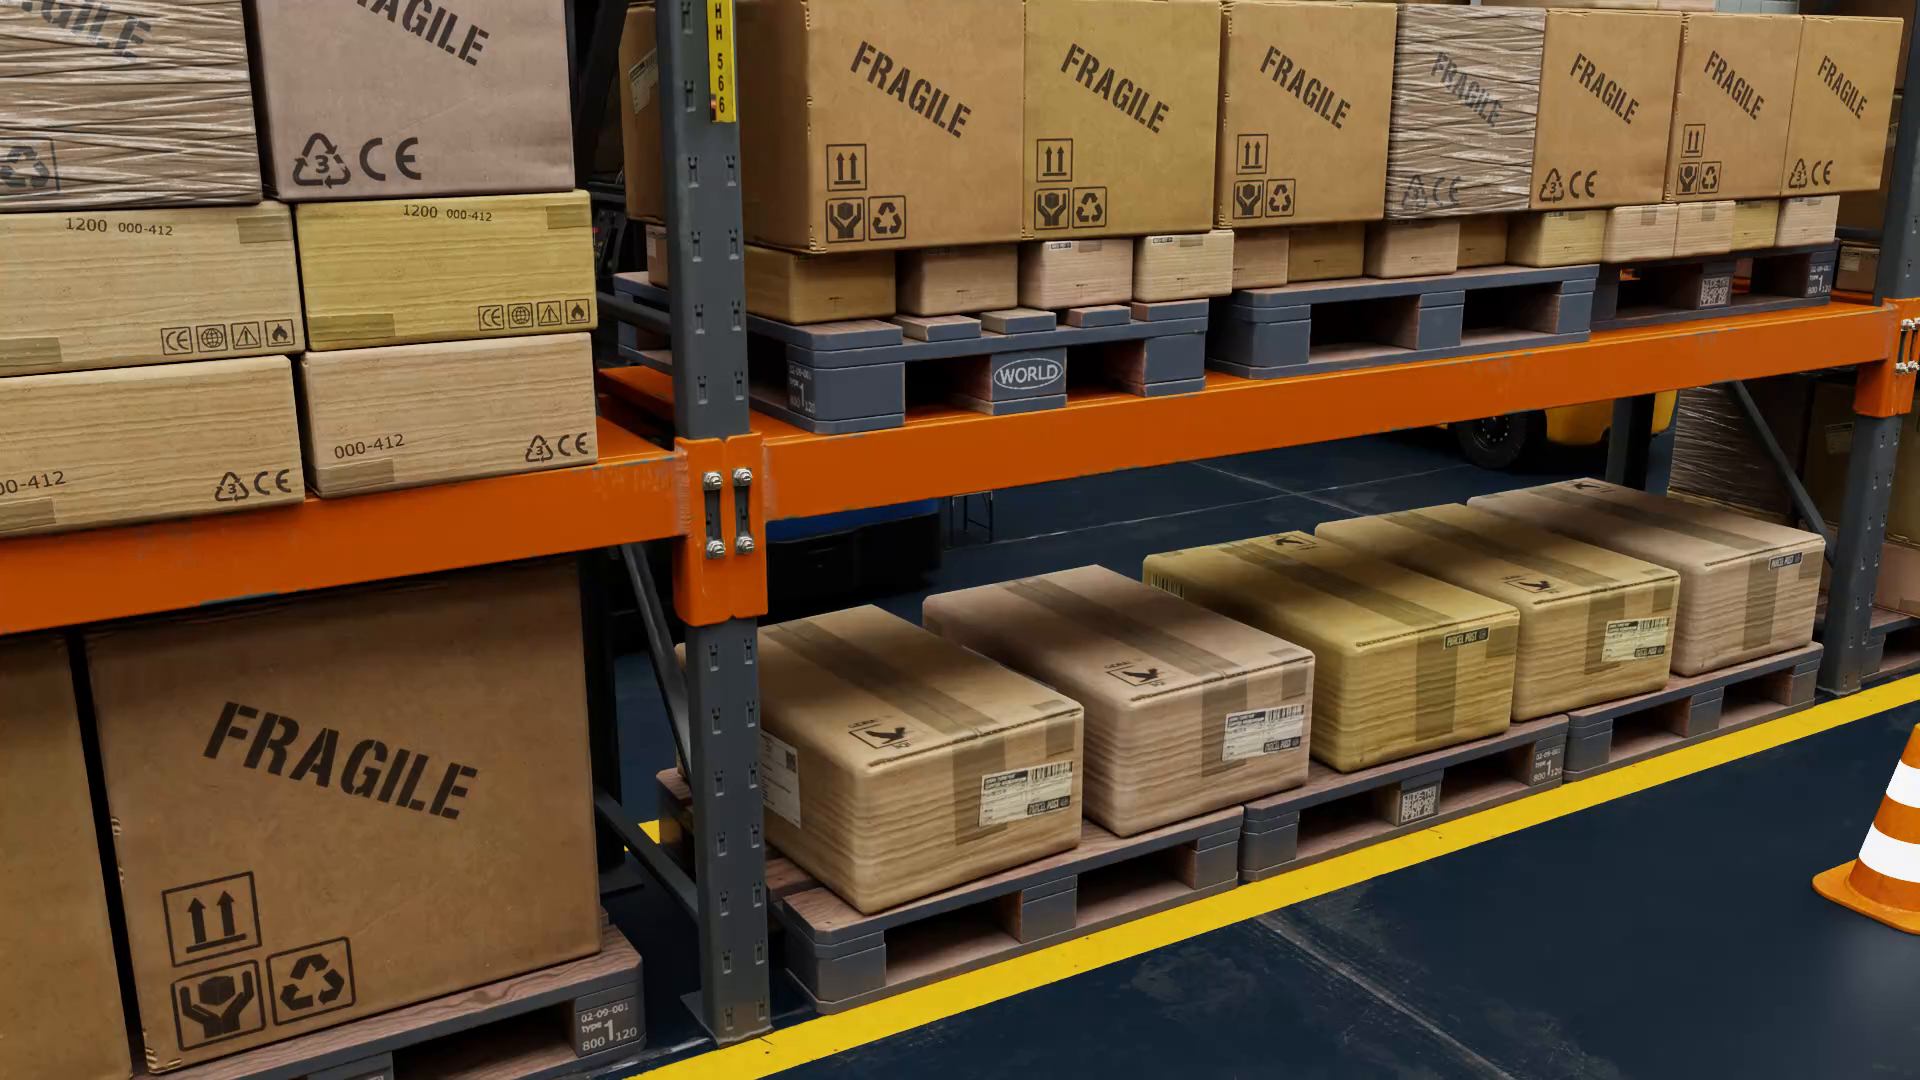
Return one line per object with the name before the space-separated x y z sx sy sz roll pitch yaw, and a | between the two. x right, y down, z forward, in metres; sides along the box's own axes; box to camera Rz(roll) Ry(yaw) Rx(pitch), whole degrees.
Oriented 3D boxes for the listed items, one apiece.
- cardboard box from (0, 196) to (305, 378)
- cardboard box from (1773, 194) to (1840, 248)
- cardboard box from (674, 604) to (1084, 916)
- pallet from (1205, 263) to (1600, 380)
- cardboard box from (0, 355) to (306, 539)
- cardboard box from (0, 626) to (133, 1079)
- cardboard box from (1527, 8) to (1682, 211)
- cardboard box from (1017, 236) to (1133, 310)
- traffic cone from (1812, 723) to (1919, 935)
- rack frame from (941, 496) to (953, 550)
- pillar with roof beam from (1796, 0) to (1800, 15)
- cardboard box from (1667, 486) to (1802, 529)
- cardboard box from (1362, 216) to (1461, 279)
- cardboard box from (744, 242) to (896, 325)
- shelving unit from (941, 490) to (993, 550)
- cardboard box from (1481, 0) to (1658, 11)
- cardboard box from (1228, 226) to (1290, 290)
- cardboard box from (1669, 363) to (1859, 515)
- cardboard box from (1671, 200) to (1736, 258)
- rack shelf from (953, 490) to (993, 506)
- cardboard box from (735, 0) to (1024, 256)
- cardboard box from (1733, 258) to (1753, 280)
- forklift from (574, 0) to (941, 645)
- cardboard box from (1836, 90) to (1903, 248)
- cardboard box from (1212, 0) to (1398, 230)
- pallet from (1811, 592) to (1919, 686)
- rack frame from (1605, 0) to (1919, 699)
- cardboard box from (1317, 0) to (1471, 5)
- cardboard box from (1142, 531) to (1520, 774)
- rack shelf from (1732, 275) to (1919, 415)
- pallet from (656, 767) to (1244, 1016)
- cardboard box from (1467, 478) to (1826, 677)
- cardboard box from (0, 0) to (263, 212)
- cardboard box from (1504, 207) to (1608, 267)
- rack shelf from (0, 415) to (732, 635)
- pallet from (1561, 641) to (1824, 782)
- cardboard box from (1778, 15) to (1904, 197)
cardboard box | -1.438 -0.453 2.822 0.500 0.250 0.500 -10 18 -31
cardboard box | 2.414 -0.985 5.054 0.250 0.149 0.380 -9 18 -29
cardboard box | -0.226 0.504 4.146 0.625 0.372 0.950 -11 19 -33
pallet | 0.960 -0.675 4.617 1.213 0.211 1.003 -9 18 -30
cardboard box | -1.446 -0.206 2.865 0.500 0.250 0.500 -9 18 -29
cardboard box | -2.118 0.537 3.093 0.875 0.875 0.875 -9 18 -29
cardboard box | 1.565 -1.176 4.533 0.500 0.500 0.500 -9 18 -28
cardboard box | 0.176 -0.625 3.771 0.250 0.149 0.380 -11 19 -33
traffic cone | 2.371 0.679 4.132 0.334 0.463 0.336 -9 18 -30
rack frame | -0.094 -0.418 7.234 0.006 0.900 0.240 -9 18 -30
pillar with roof beam | 9.881 -5.582 10.649 0.400 9.000 9.100 -9 18 -30
cardboard box | 3.081 -0.062 6.389 0.500 0.250 0.500 -8 18 -27
cardboard box | 1.069 -0.780 4.323 0.250 0.149 0.380 -9 18 -28
cardboard box | -0.342 -0.567 3.561 0.250 0.149 0.380 -10 19 -33
shelving unit | -0.007 -0.432 7.284 0.210 0.900 0.258 -9 18 -30
cardboard box | 1.626 -1.486 4.439 0.250 0.149 0.380 -10 19 -32
cardboard box | 0.589 -0.711 4.074 0.250 0.149 0.380 -8 18 -26
cardboard box | 3.082 -0.423 6.288 0.500 0.500 0.500 -9 18 -30
cardboard box | 1.976 -0.908 4.780 0.250 0.149 0.380 -10 18 -31
rack shelf | -0.007 -0.227 7.342 0.200 0.077 0.258 -9 18 -30
cardboard box | -0.211 -0.886 3.498 0.500 0.500 0.500 -10 18 -31
cardboard box | 2.831 -1.033 6.005 0.250 0.149 0.380 -9 18 -30
forklift | -1.573 -1.111 5.944 3.031 2.935 1.130 -11 19 -34
cardboard box | 3.234 -1.227 5.494 0.500 0.500 0.500 -9 18 -30
cardboard box | 0.684 -1.035 4.031 0.500 0.500 0.500 -9 18 -29
pallet | 3.270 0.202 6.298 1.213 0.211 1.003 -9 18 -30
rack frame | 2.713 -1.039 5.560 0.127 3.000 1.000 -9 18 -30
cardboard box | 1.249 -1.587 4.797 0.250 0.149 0.380 -8 18 -27
cardboard box | 1.055 0.295 4.890 0.625 0.372 0.950 -9 18 -28
rack shelf | 4.427 -0.971 6.649 4.000 0.370 1.077 -9 18 -30
pallet | -0.045 0.751 4.339 1.213 0.211 1.003 -9 18 -30
cardboard box | 2.265 0.097 5.596 0.625 0.372 0.950 -9 18 -29
cardboard box | -1.460 -0.807 2.694 0.500 0.500 0.500 -9 18 -29
cardboard box | 1.532 -0.847 4.560 0.250 0.149 0.380 -9 18 -30
rack shelf | -2.430 0.141 2.681 4.000 0.370 1.077 -9 18 -30
pallet | 2.046 0.412 5.549 1.213 0.211 1.003 -9 18 -30
cardboard box | 2.435 -1.315 5.031 0.500 0.500 0.500 -10 18 -31
